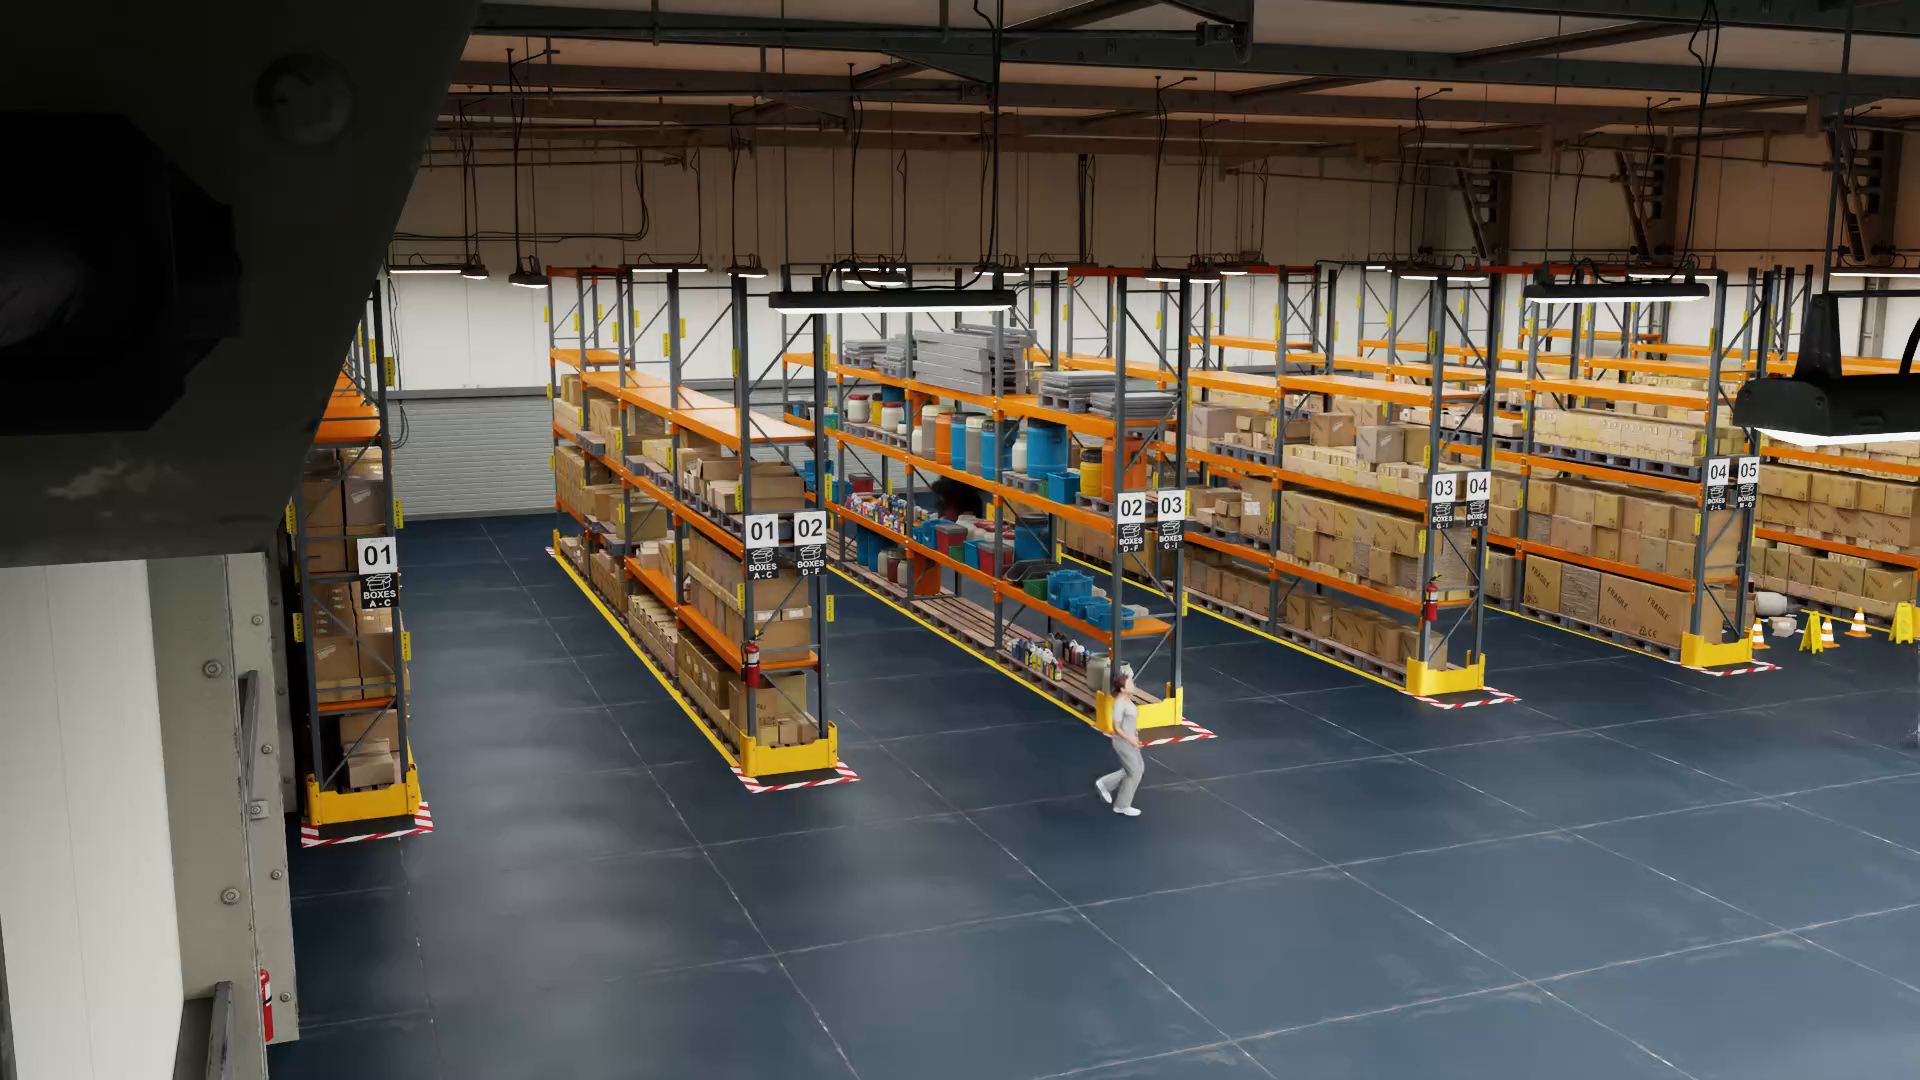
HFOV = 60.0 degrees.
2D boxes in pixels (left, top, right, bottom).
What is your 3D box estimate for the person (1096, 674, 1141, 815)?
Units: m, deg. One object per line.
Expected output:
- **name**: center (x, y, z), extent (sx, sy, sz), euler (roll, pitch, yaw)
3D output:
- **person**: center (1.799, 2.303, 18.793), extent (0.523, 1.637, 0.565), euler (2, 10, 10)
